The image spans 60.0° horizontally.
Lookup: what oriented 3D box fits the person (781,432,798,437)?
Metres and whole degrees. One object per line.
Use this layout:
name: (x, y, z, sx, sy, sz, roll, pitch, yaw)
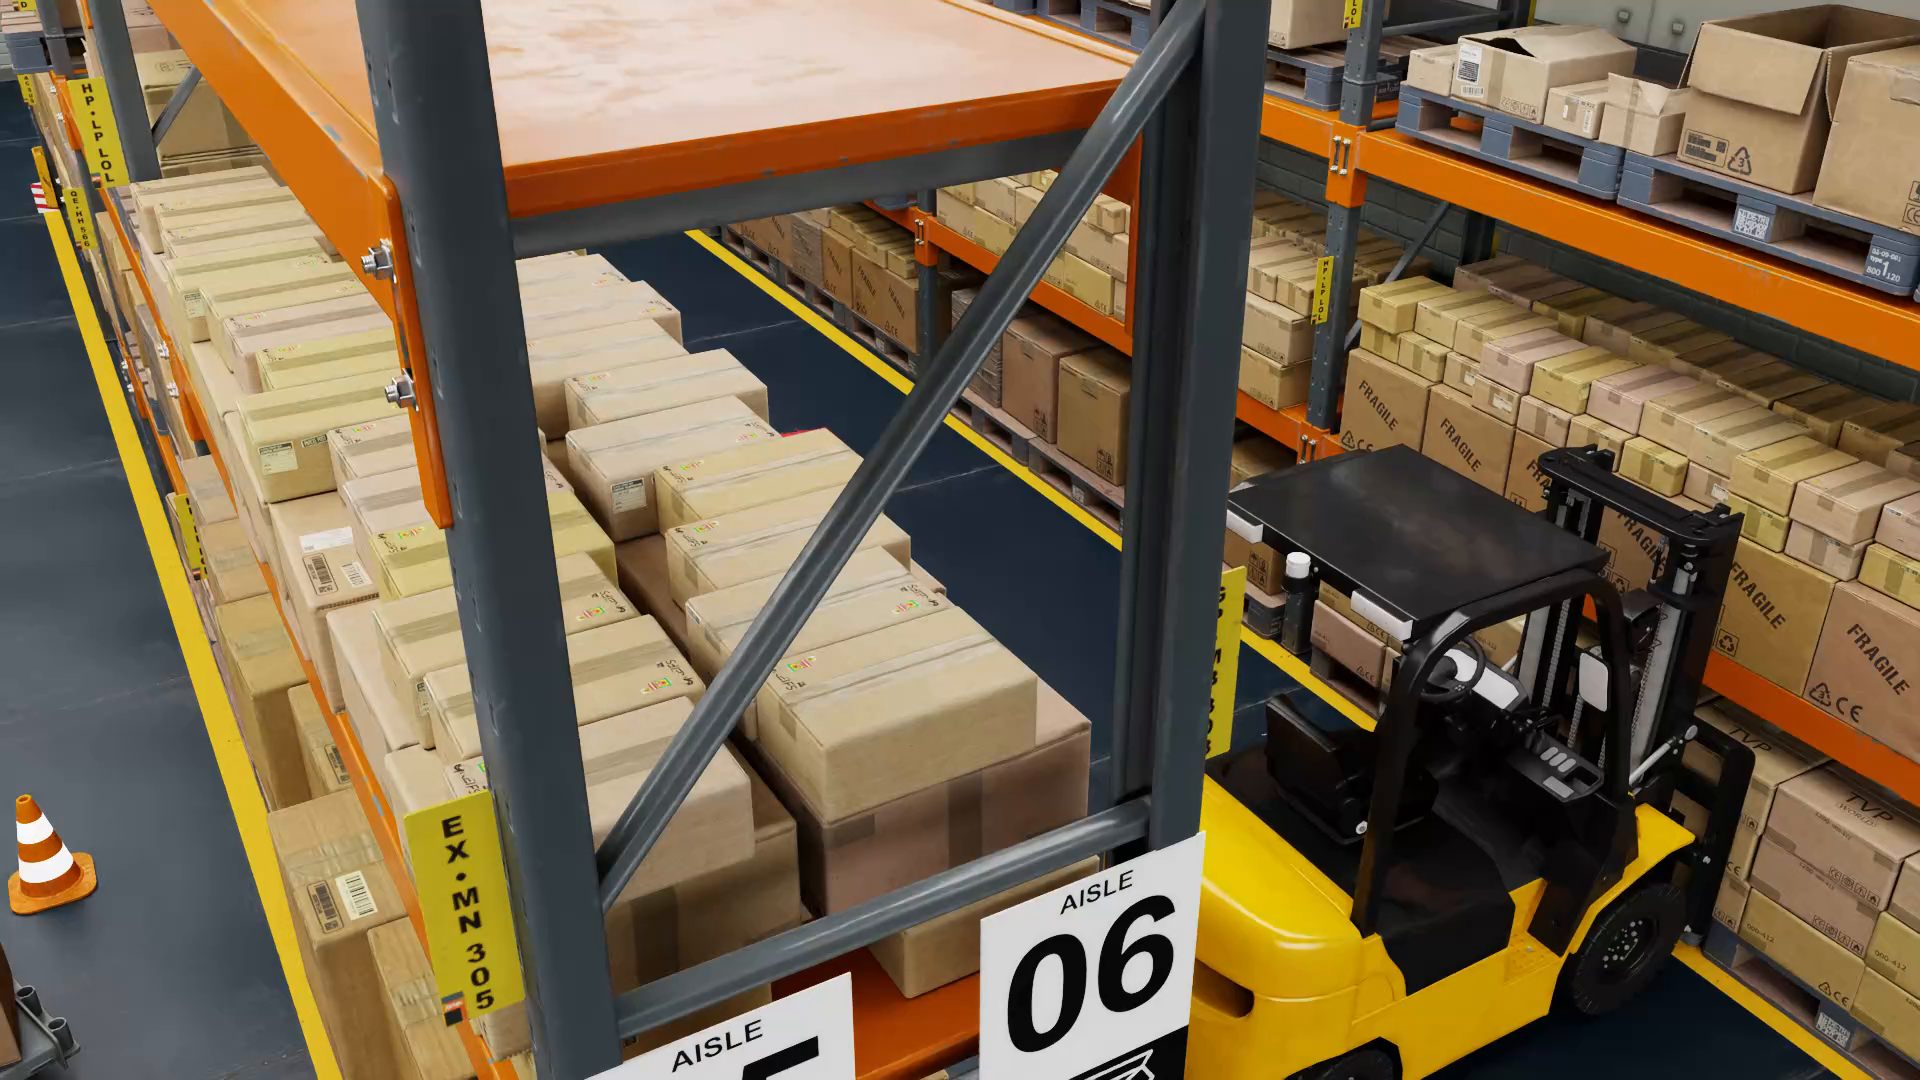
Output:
person: (-0.664, 0.276, 7.668, 0.477, 1.725, 0.547, -15, 32, -25)
